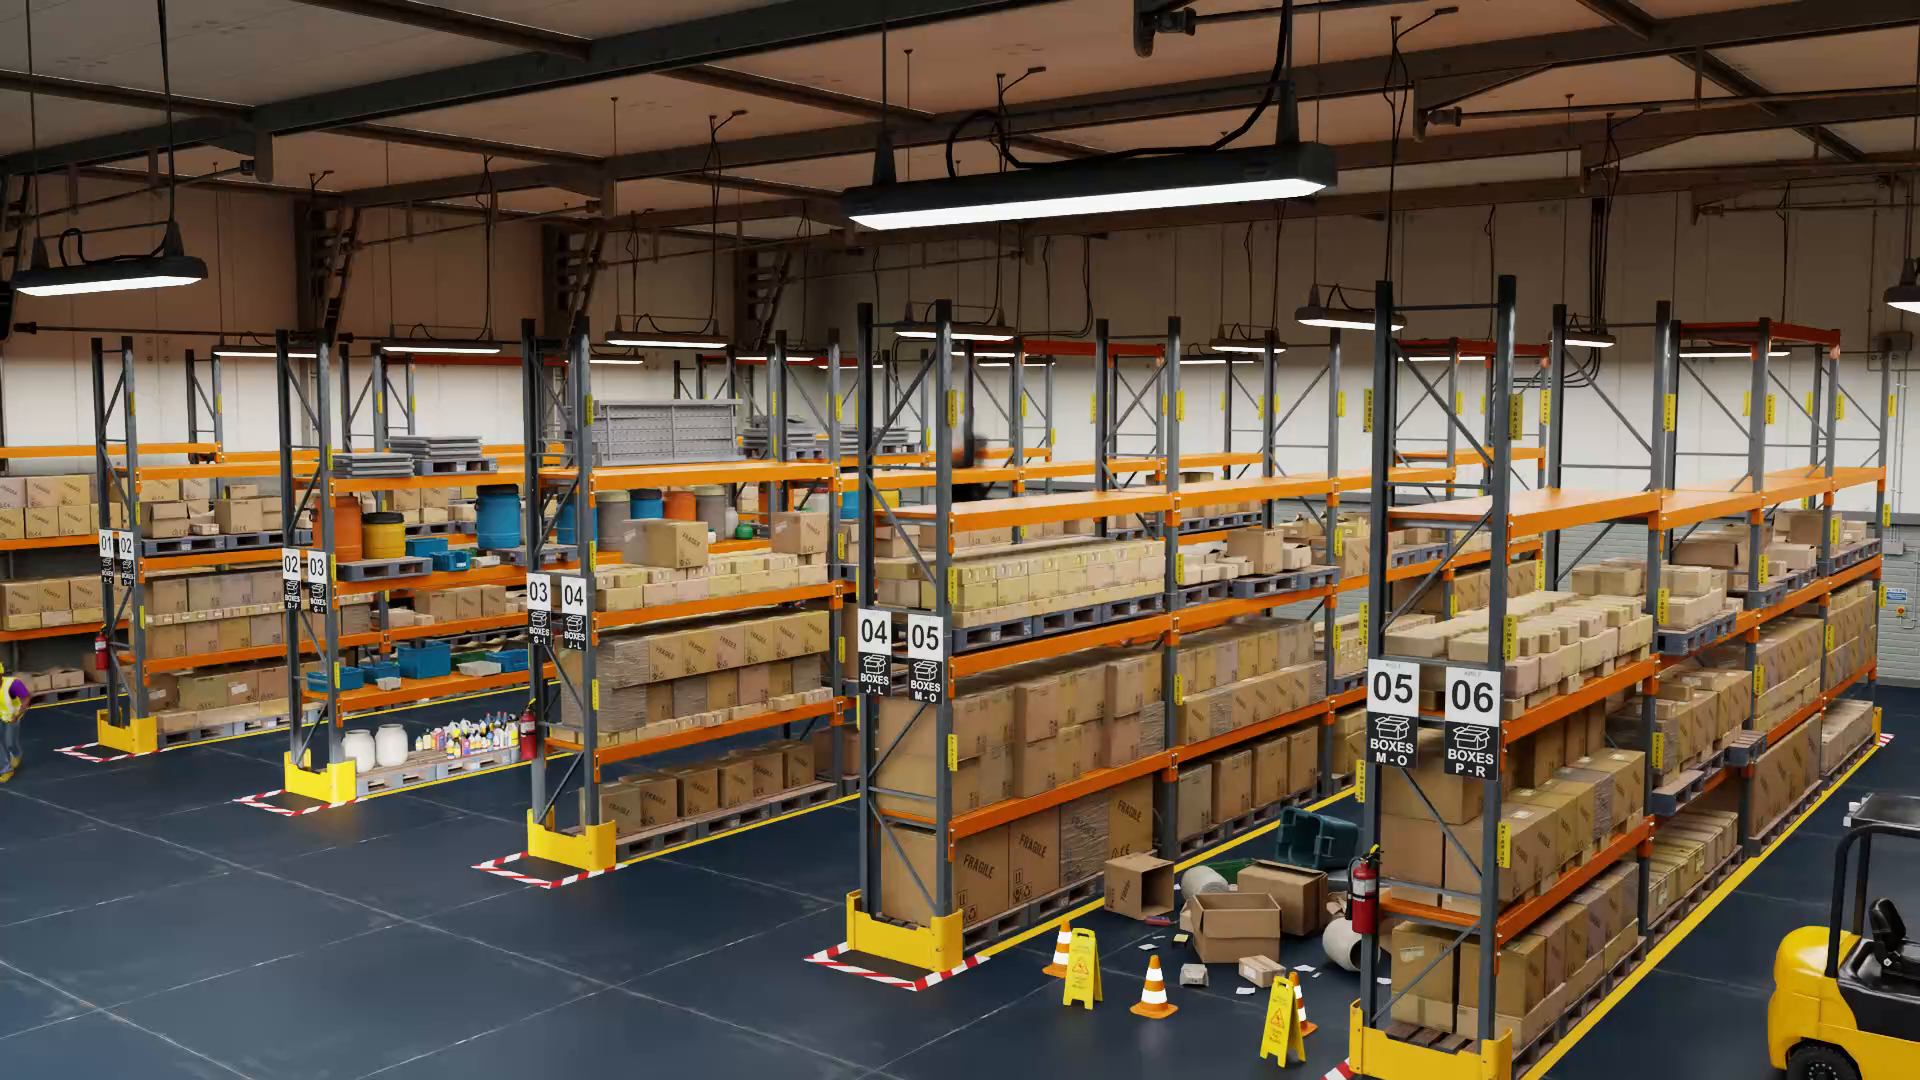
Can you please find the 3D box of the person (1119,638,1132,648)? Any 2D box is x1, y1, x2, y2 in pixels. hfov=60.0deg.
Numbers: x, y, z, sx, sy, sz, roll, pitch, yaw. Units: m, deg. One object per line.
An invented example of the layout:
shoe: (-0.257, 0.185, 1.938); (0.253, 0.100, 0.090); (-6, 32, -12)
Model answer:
person: (2.316, 2.085, 22.899); (0.602, 1.637, 0.683); (4, 6, 39)

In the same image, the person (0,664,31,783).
person: (-12.884, 2.418, 22.483); (0.692, 1.668, 1.065); (-1, 5, -11)

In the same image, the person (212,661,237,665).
person: (-12.142, 1.931, 27.551); (0.589, 1.706, 0.847); (3, 6, 32)

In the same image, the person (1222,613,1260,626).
person: (4.656, 1.880, 27.453); (0.705, 1.846, 0.898); (3, 6, 35)
